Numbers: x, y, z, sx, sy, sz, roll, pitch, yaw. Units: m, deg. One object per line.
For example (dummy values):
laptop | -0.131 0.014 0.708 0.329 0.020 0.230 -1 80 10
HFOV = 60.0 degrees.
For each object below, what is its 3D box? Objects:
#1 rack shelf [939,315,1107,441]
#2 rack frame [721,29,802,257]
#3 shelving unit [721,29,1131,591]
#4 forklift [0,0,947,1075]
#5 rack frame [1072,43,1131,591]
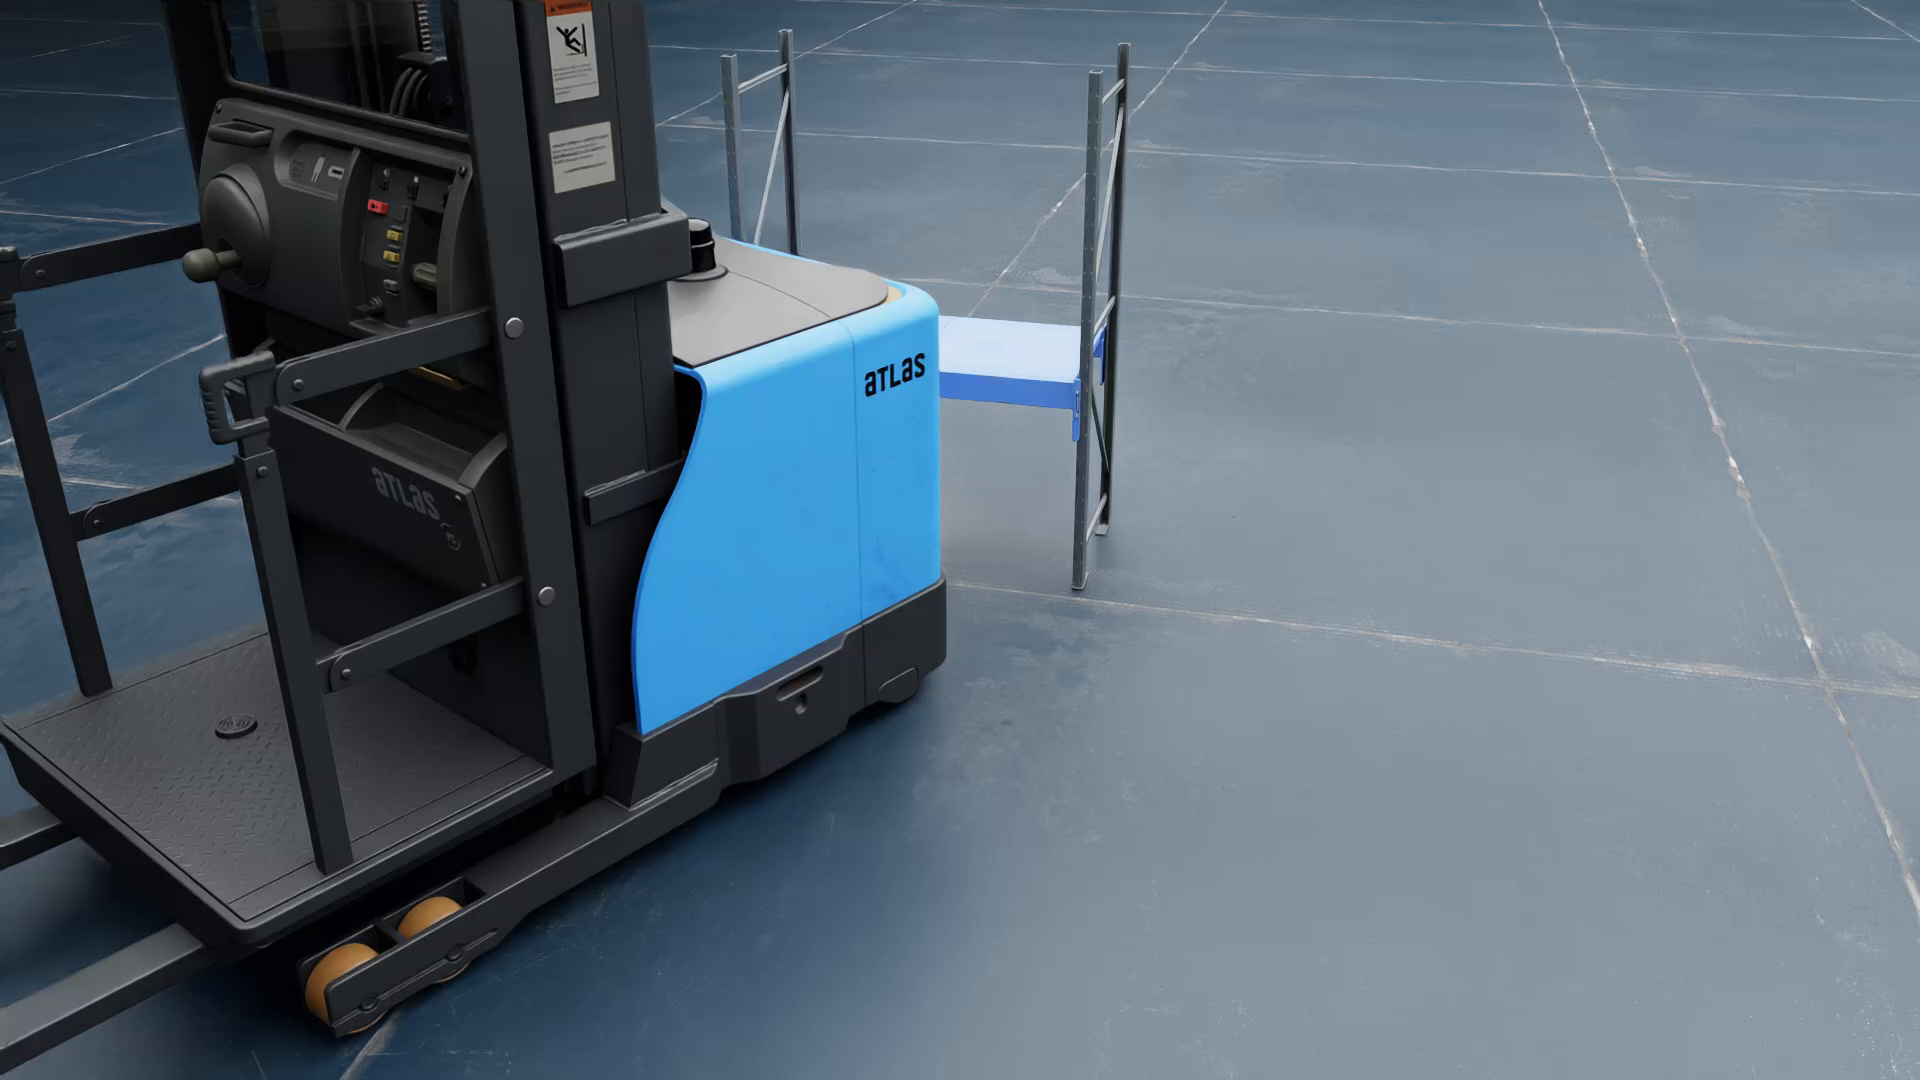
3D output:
rack shelf | -0.083 -0.524 5.024 1.000 0.185 0.538 6 26 13
rack frame | -0.575 -0.741 5.061 0.032 1.500 0.500 6 26 13
shelving unit | -0.083 -0.686 4.947 1.048 1.500 0.538 6 26 13
forklift | -1.376 -0.610 3.122 1.130 2.935 3.031 20 32 36
rack frame | 0.410 -0.632 4.832 0.032 1.500 0.500 6 26 13
